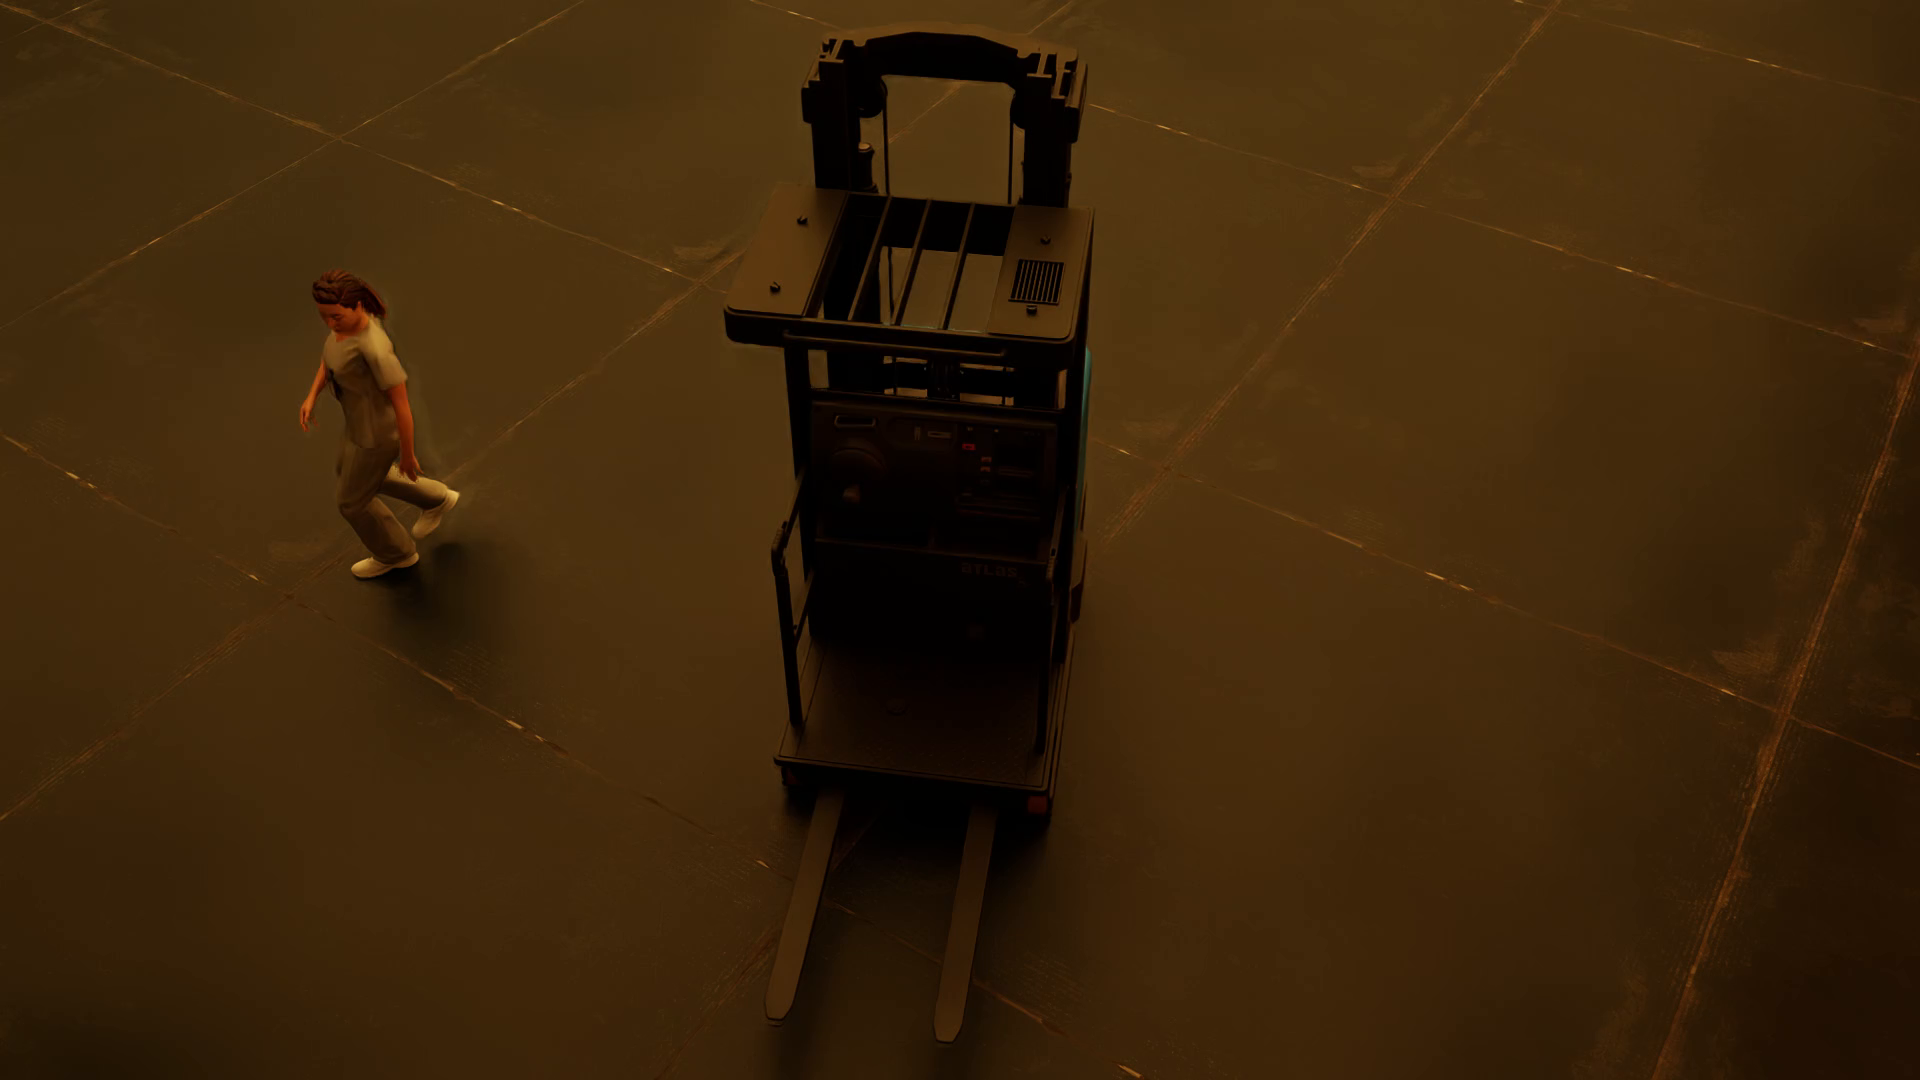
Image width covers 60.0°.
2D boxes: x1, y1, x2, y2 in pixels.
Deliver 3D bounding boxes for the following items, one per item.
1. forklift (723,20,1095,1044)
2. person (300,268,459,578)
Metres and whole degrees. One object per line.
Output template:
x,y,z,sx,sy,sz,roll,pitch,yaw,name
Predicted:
-0.131,-0.209,6.069,1.130,2.935,3.031,6,44,6,forklift
-2.588,-0.479,7.307,0.557,1.630,0.616,-13,45,-13,person
